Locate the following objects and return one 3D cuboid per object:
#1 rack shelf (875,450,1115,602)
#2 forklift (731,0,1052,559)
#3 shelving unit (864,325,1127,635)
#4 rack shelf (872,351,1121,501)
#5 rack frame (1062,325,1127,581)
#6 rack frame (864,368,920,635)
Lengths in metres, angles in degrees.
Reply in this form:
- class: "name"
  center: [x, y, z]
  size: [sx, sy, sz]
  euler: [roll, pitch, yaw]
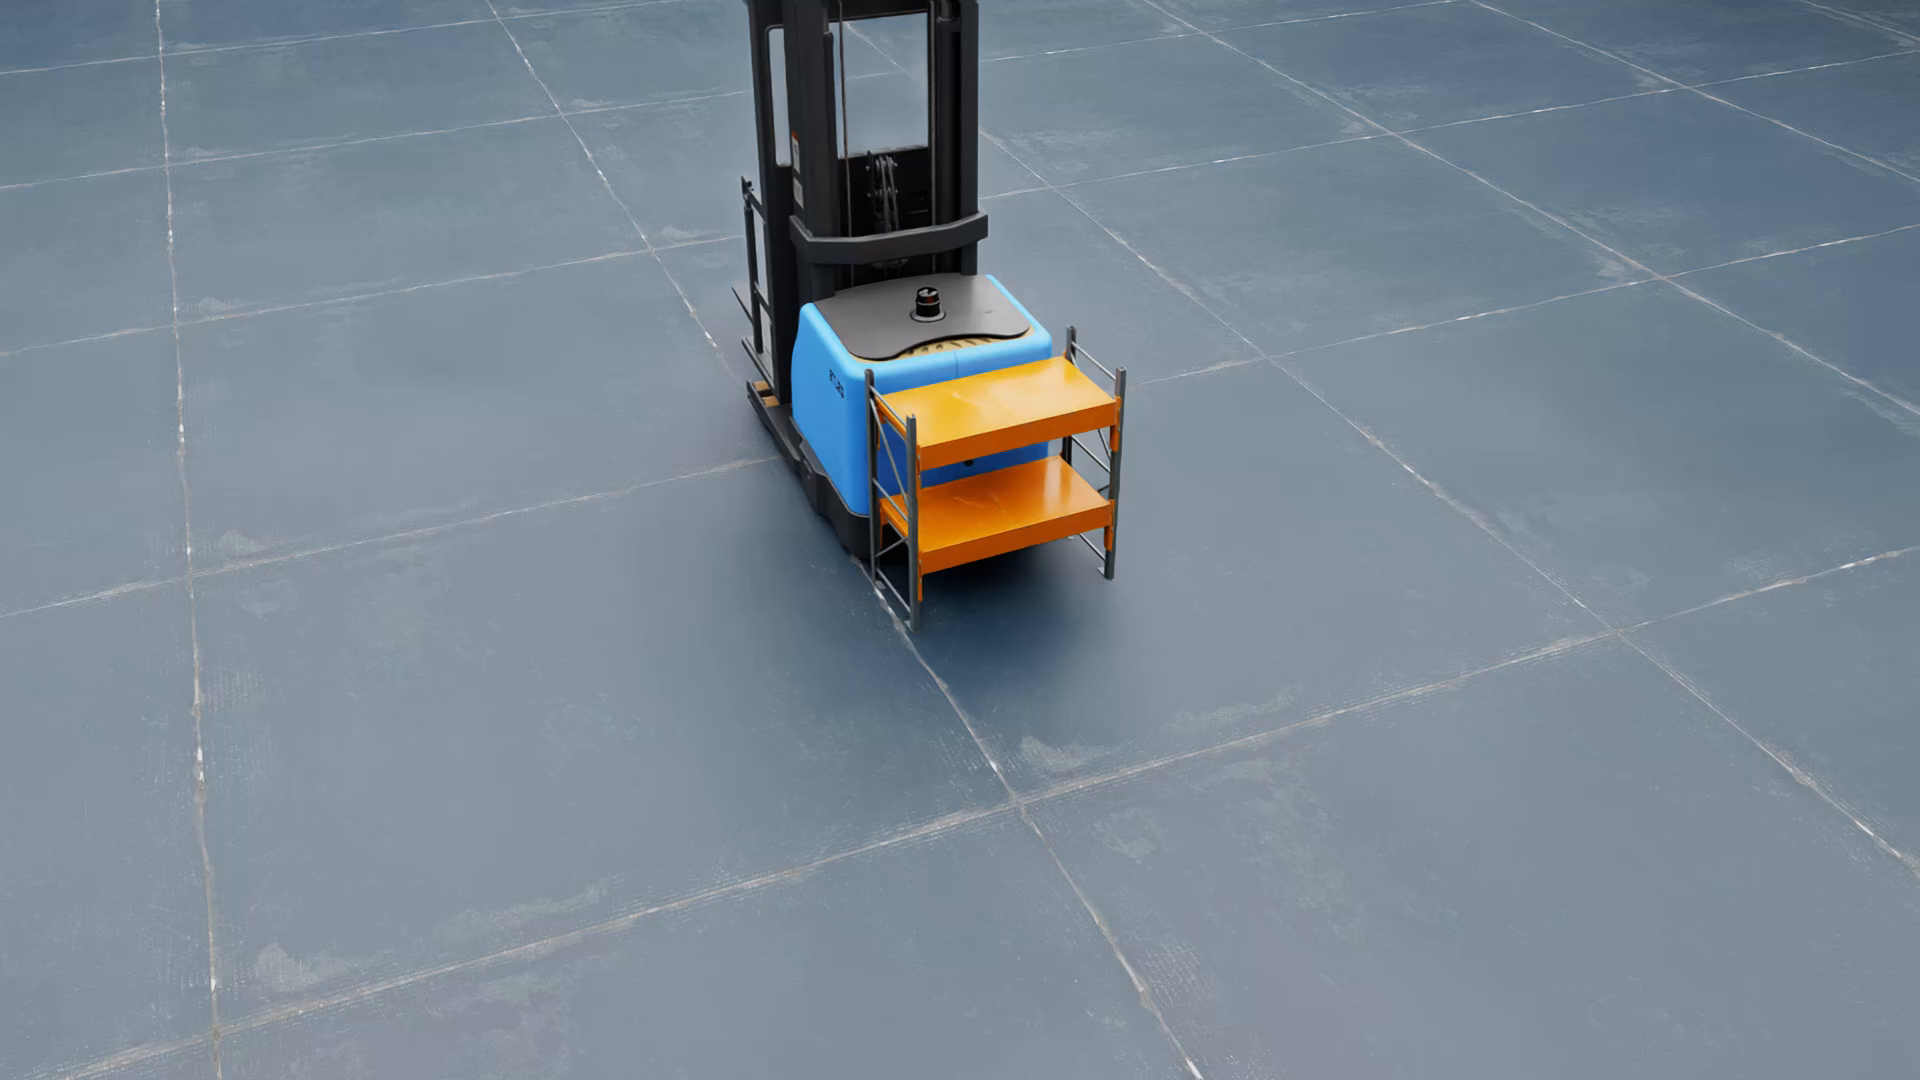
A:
- class: "rack shelf"
  center: [0.156, -0.078, 7.787]
  size: [1.000, 0.278, 0.538]
  euler: [-15, 36, -21]
- class: "forklift"
  center: [-0.554, -1.933, 8.534]
  size: [1.130, 2.935, 3.031]
  euler: [-12, 35, -18]
- class: "shelving unit"
  center: [0.156, -0.283, 7.654]
  size: [1.048, 1.125, 0.538]
  euler: [-15, 36, -21]
- class: "rack shelf"
  center: [0.156, -0.529, 7.494]
  size: [1.000, 0.278, 0.538]
  euler: [-15, 36, -21]
- class: "rack frame"
  center: [0.616, -0.402, 7.837]
  size: [0.032, 1.125, 0.500]
  euler: [-15, 36, -21]
- class: "rack frame"
  center: [-0.303, -0.164, 7.471]
  size: [0.032, 1.125, 0.500]
  euler: [-15, 36, -21]
